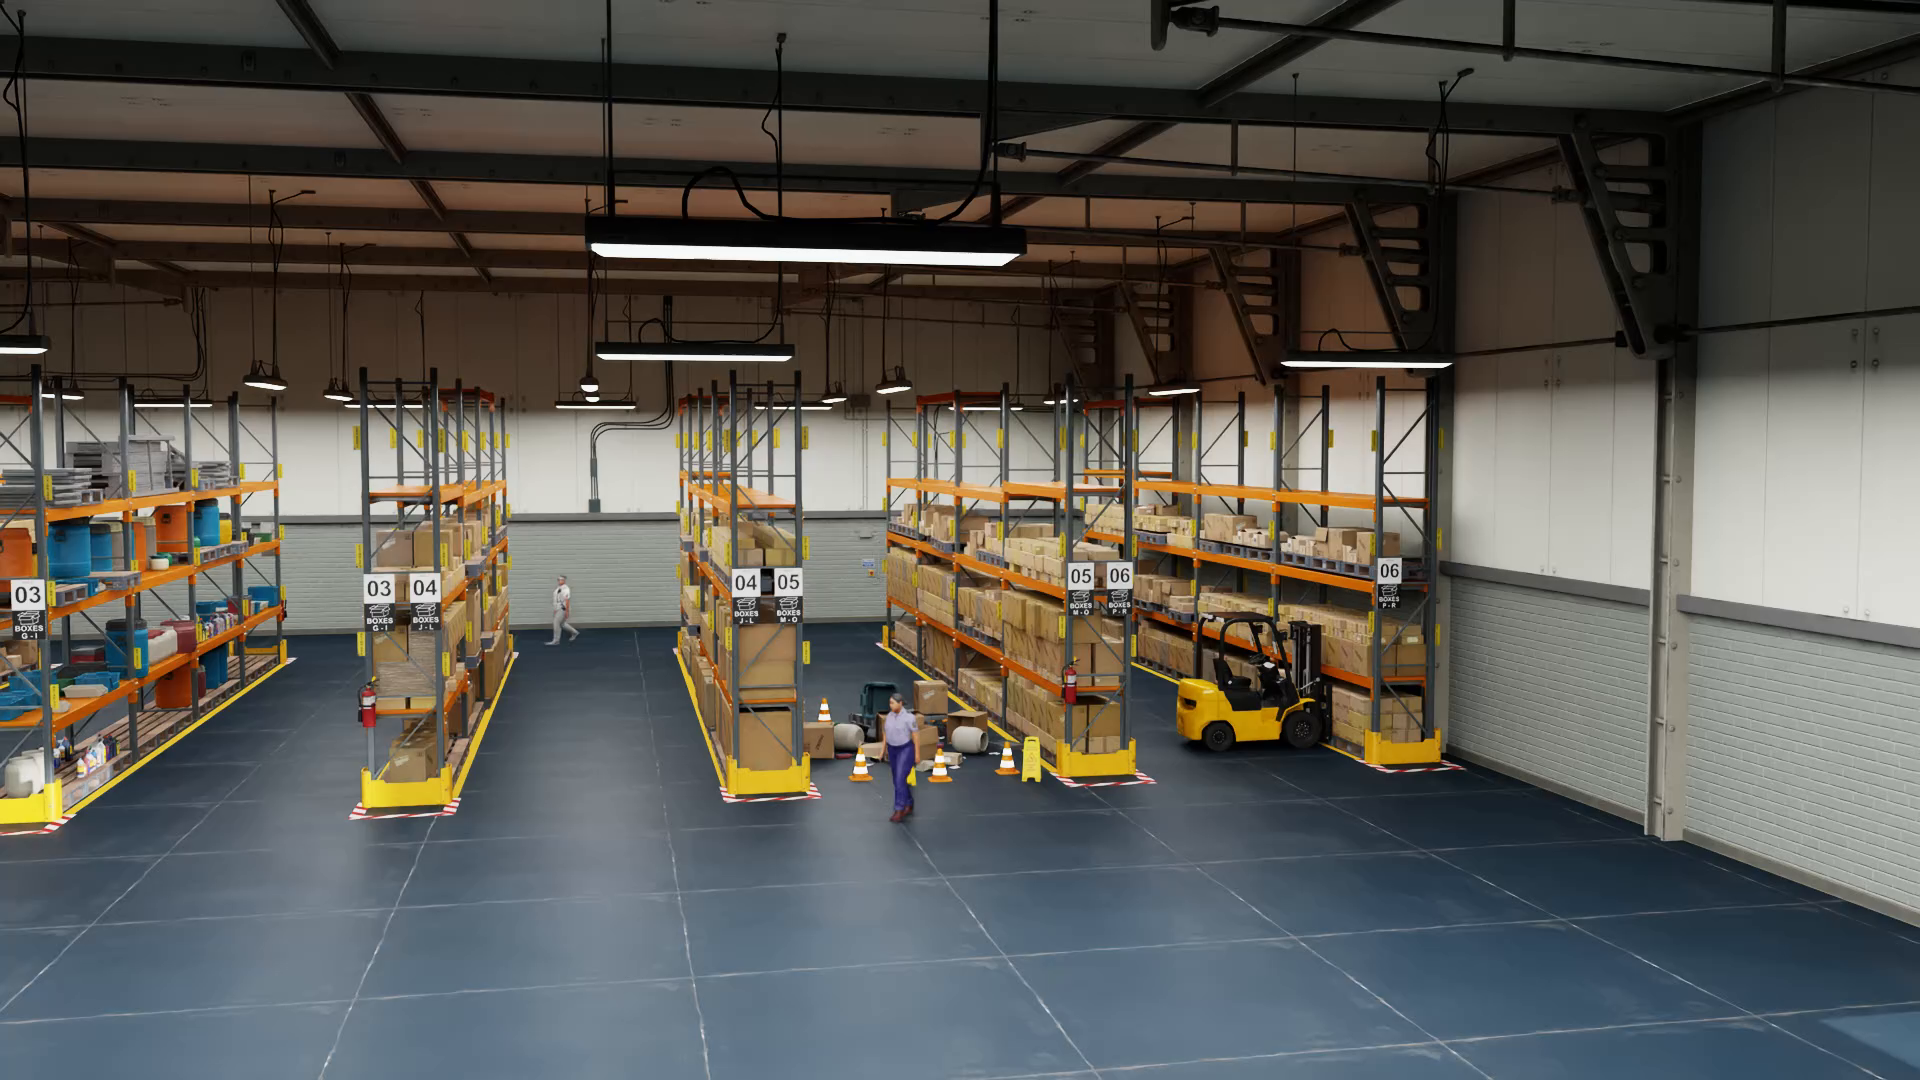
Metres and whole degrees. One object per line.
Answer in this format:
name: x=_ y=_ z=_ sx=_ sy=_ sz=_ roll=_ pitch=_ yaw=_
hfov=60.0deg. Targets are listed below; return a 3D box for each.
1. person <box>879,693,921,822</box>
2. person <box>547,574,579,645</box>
person: x=-0.830 y=2.870 z=22.124 sx=0.609 sy=1.643 sz=0.741 roll=3 pitch=5 yaw=44
person: x=-9.753 y=1.695 z=40.887 sx=0.886 sy=1.735 sz=0.572 roll=-2 pitch=4 yaw=-34
